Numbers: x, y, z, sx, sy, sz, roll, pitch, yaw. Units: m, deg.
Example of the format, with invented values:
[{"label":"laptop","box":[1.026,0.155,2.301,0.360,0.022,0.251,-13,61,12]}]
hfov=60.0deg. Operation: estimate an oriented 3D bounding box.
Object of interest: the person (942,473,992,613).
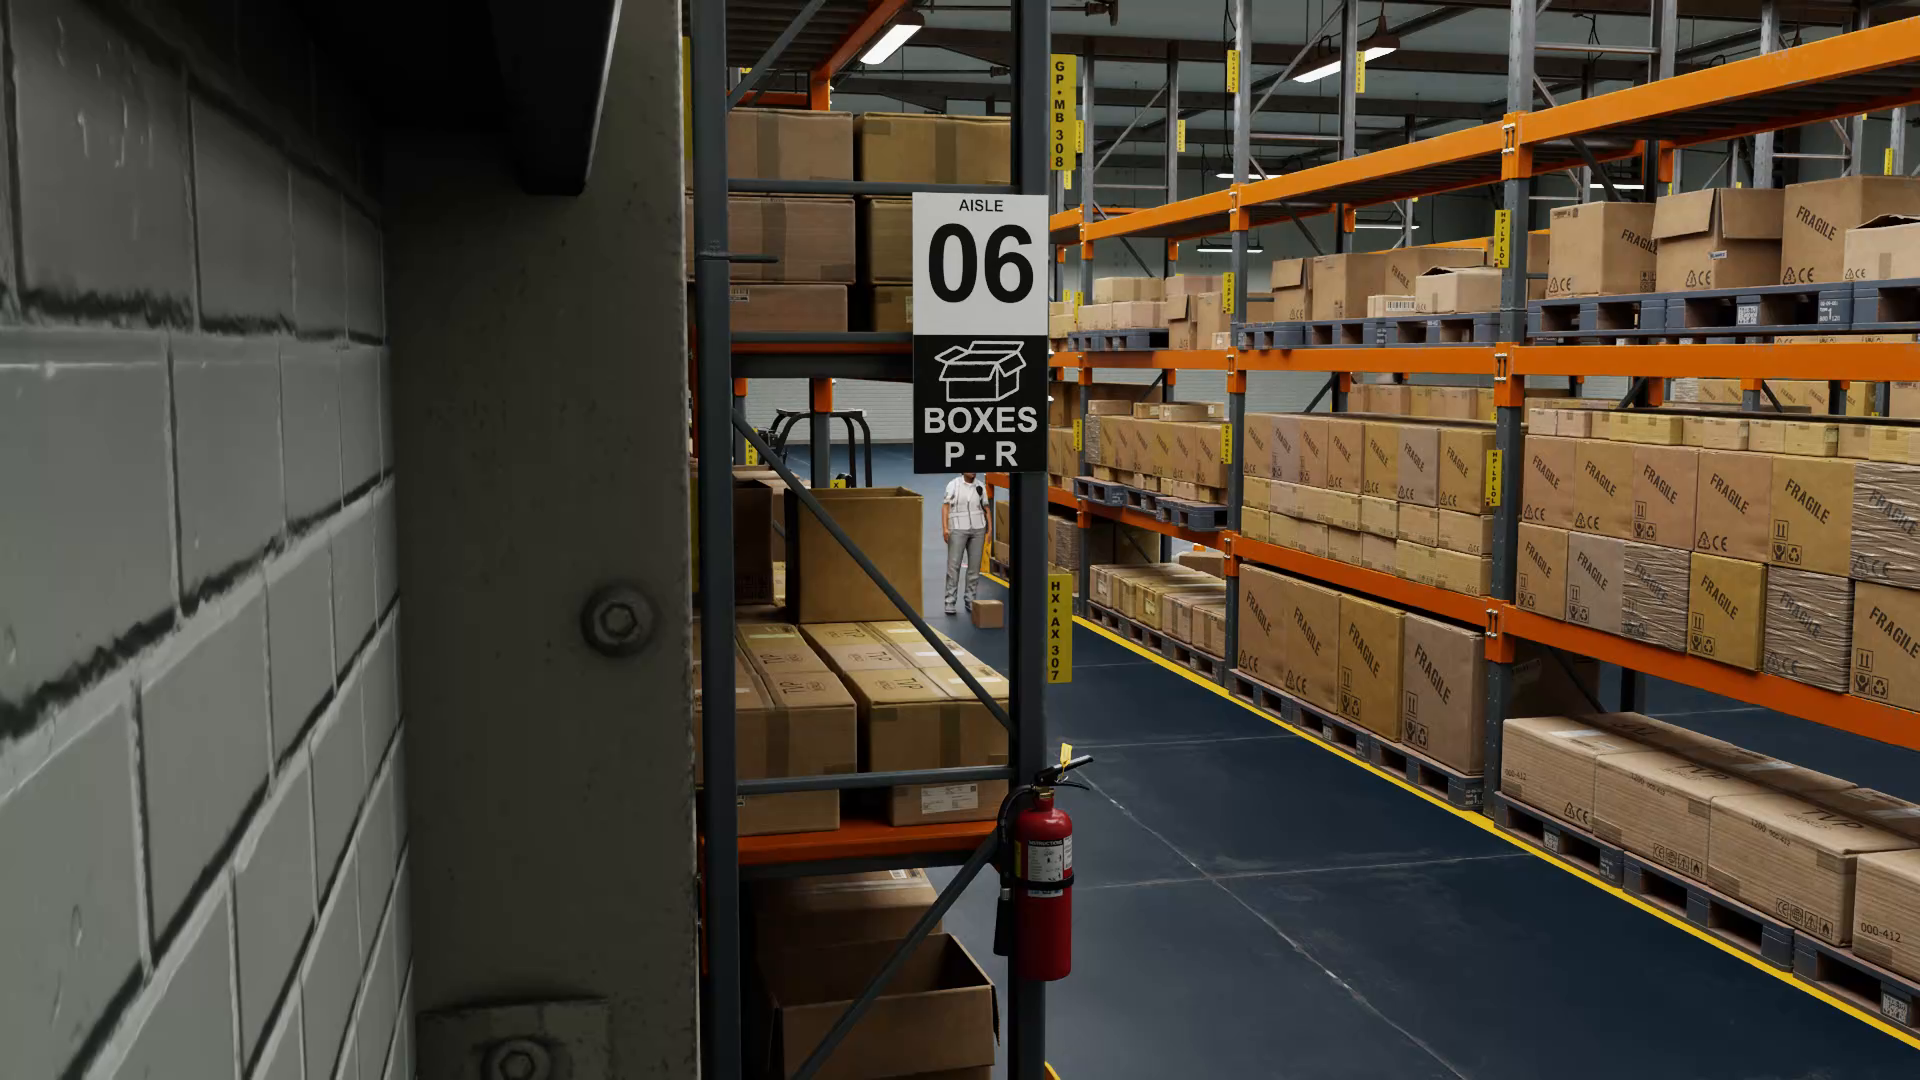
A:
[{"label":"person","box":[0.079,-0.068,18.056,0.598,1.670,0.529,-2,6,-15]}]
